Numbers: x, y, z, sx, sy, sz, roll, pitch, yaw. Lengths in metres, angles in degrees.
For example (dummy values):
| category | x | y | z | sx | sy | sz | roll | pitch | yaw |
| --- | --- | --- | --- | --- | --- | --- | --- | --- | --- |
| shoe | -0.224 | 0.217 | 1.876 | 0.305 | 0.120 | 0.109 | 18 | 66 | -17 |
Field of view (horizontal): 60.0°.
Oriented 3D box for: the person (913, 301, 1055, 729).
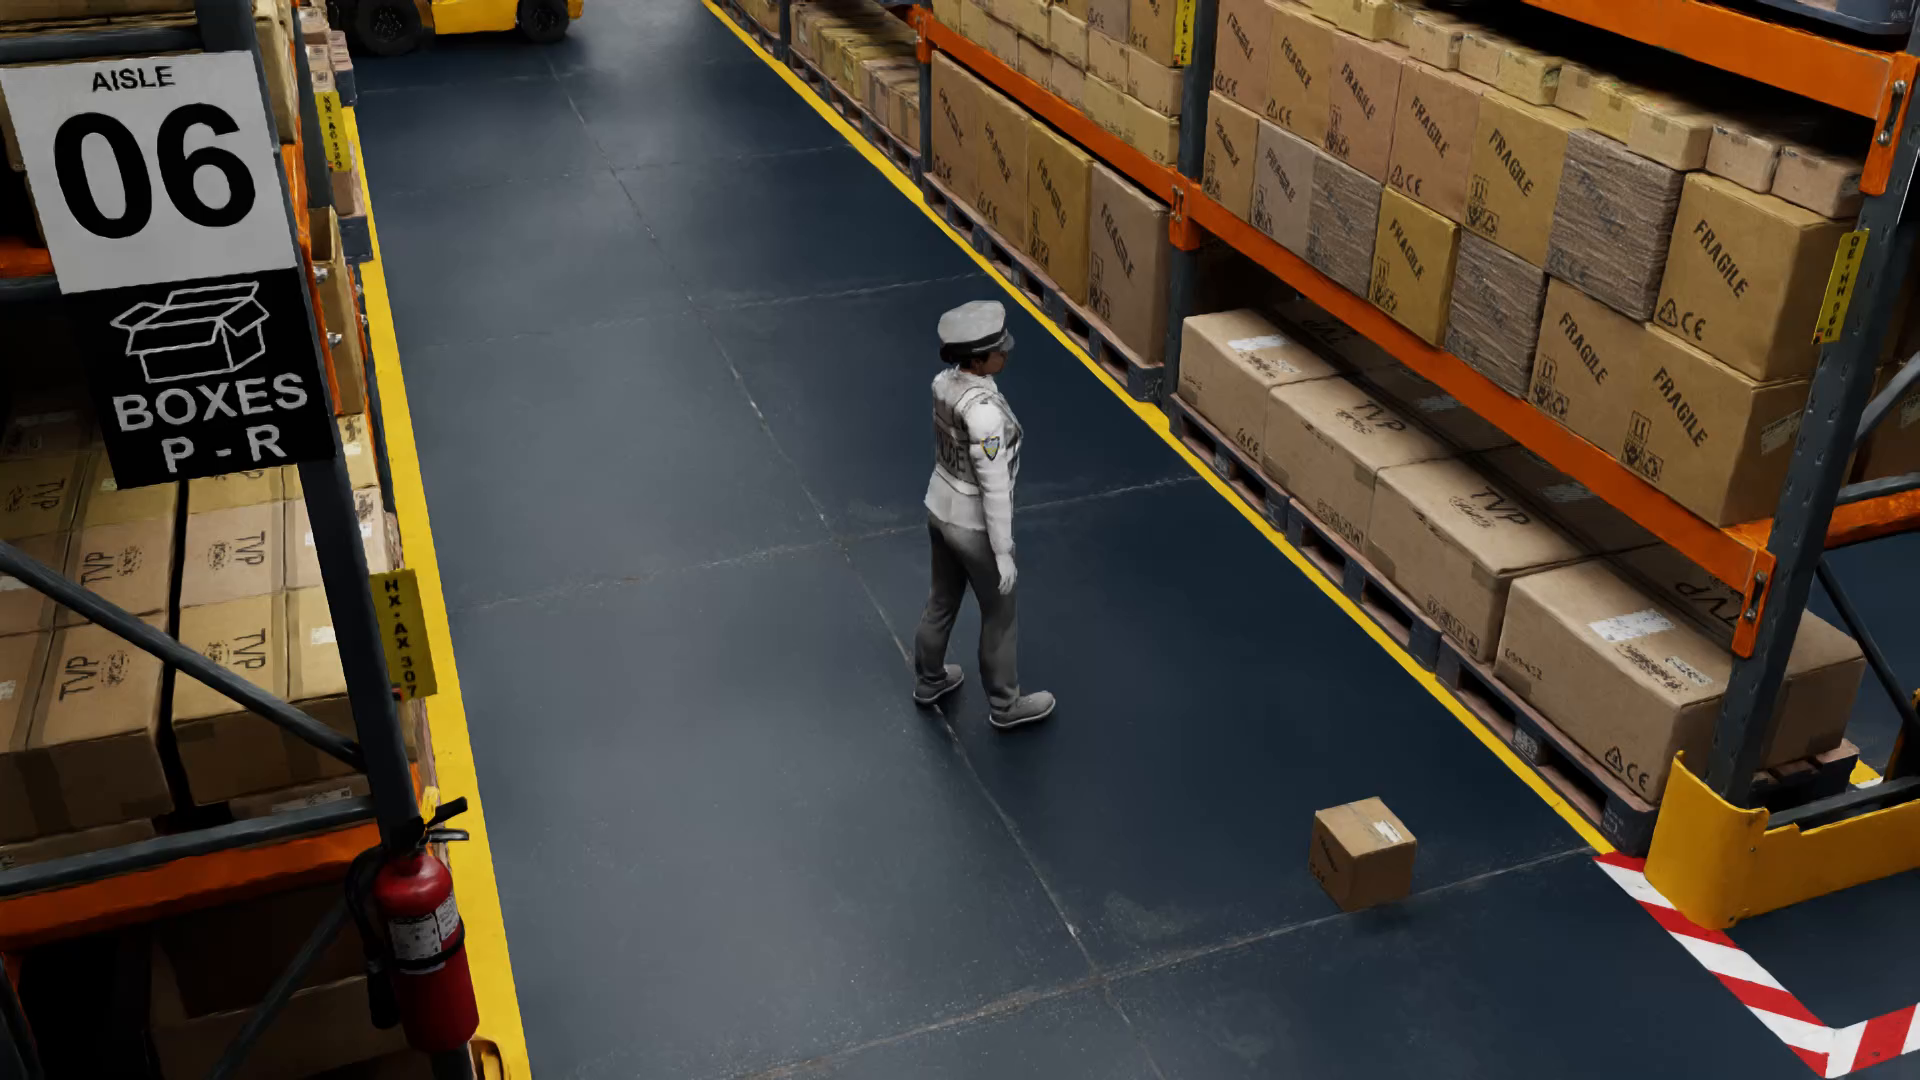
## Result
| category | x | y | z | sx | sy | sz | roll | pitch | yaw |
| --- | --- | --- | --- | --- | --- | --- | --- | --- | --- |
| person | 0.098 | -0.063 | 6.172 | 0.488 | 1.679 | 0.648 | -13 | 32 | -21 |
